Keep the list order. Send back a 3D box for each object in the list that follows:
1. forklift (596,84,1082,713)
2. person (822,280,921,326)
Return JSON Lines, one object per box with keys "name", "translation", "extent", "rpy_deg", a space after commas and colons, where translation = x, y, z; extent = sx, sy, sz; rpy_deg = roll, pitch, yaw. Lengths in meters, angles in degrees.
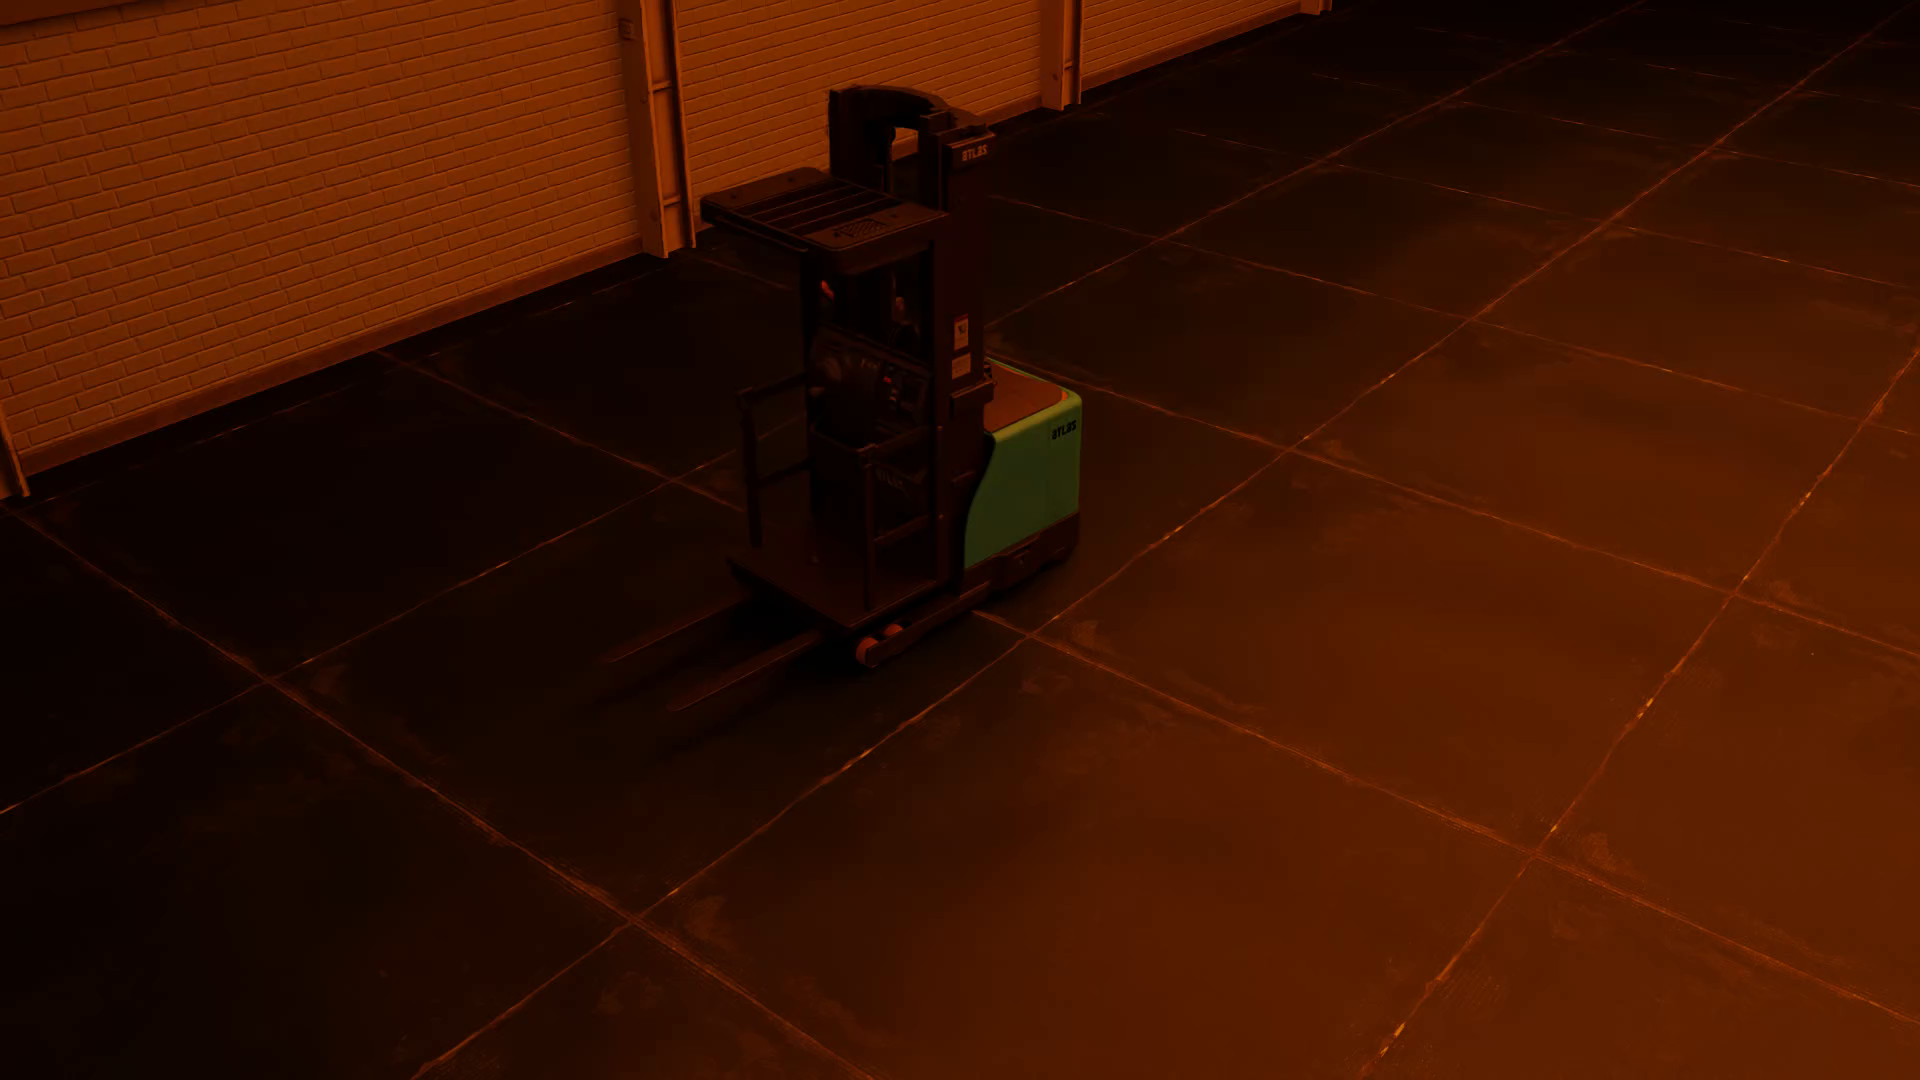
{"name": "forklift", "translation": [-0.654, -0.845, 9.041], "extent": [1.130, 2.935, 3.031], "rpy_deg": [27, 40, 38]}
{"name": "person", "translation": [-0.512, -1.019, 10.950], "extent": [0.681, 1.346, 1.410], "rpy_deg": [-13, 33, -21]}
